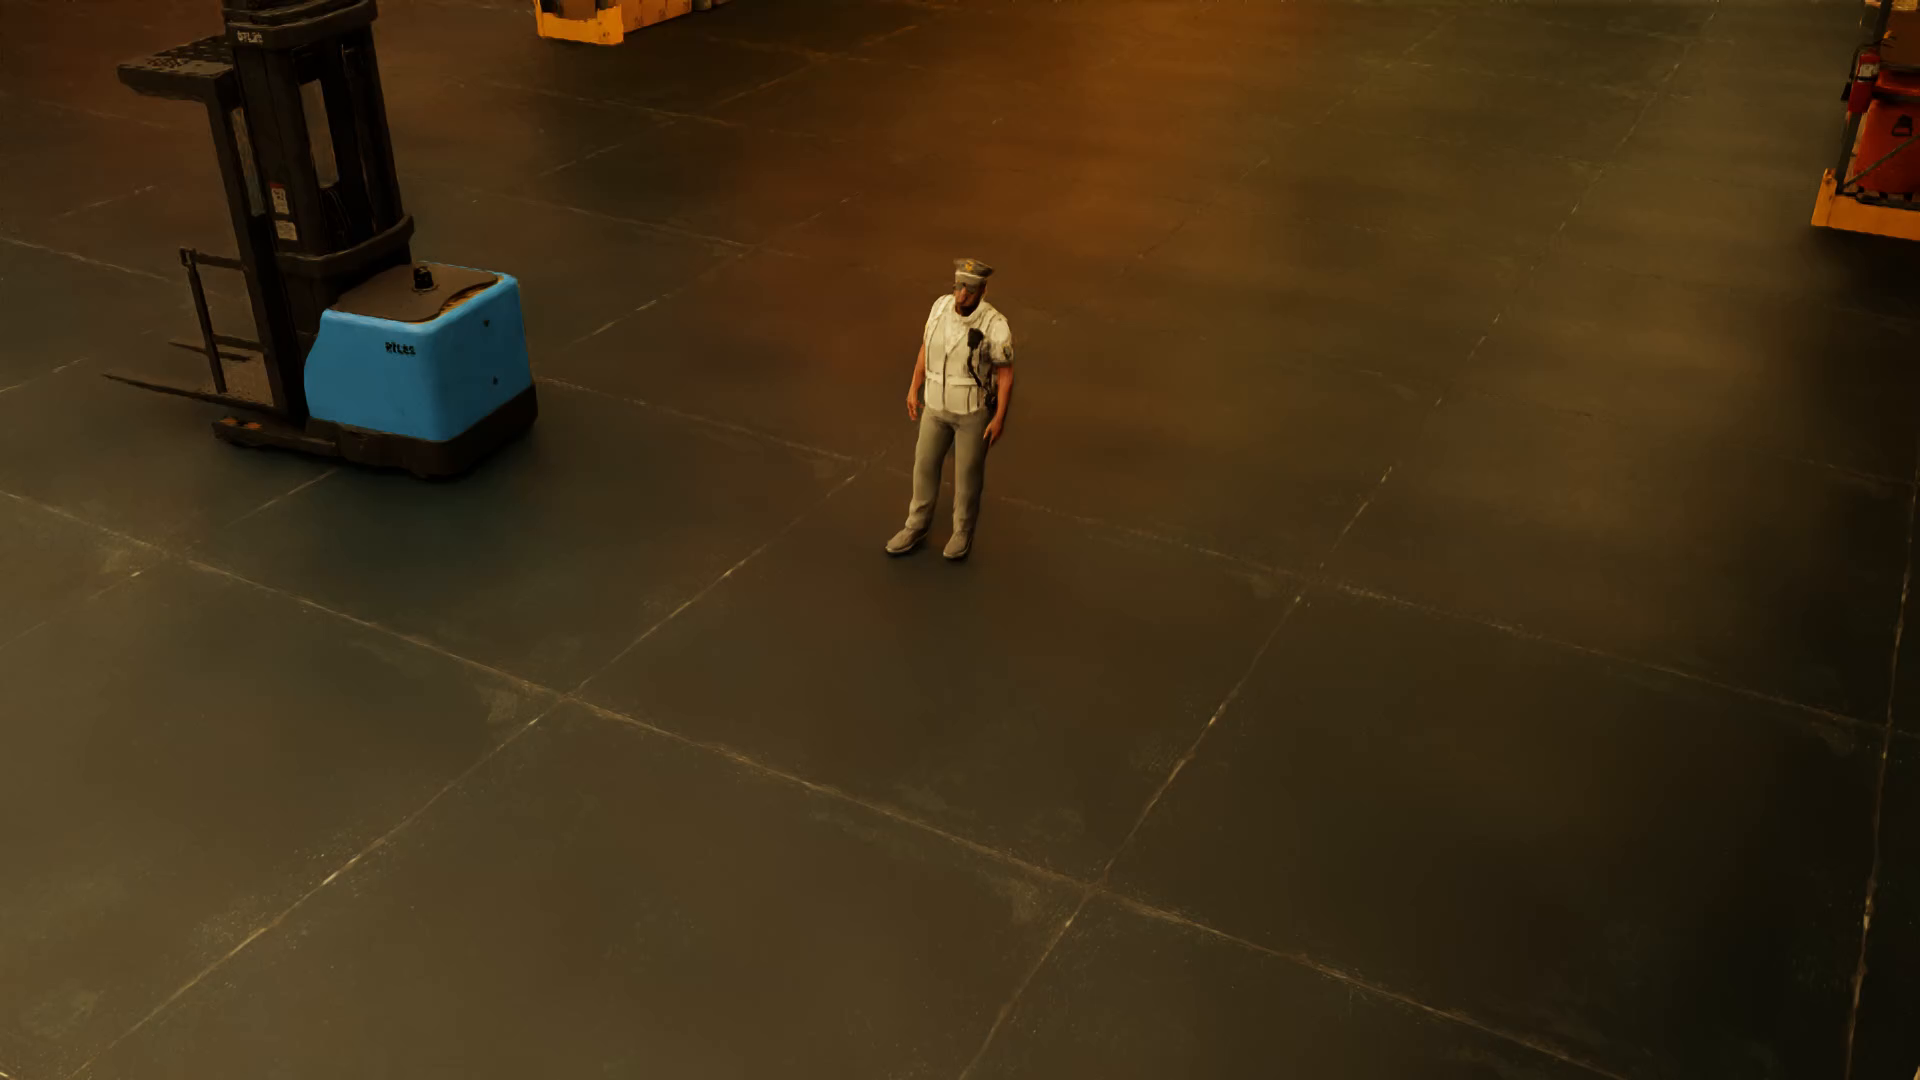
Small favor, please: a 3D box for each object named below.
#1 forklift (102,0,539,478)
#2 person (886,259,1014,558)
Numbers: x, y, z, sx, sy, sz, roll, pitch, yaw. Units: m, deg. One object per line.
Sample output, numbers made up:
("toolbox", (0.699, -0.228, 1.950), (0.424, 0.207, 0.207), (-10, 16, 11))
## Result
("forklift", (-4.444, -2.118, 10.741), (3.031, 2.935, 1.130), (11, 32, 18))
("person", (-0.048, -0.748, 9.499), (0.640, 1.781, 0.574), (15, 33, 25))
